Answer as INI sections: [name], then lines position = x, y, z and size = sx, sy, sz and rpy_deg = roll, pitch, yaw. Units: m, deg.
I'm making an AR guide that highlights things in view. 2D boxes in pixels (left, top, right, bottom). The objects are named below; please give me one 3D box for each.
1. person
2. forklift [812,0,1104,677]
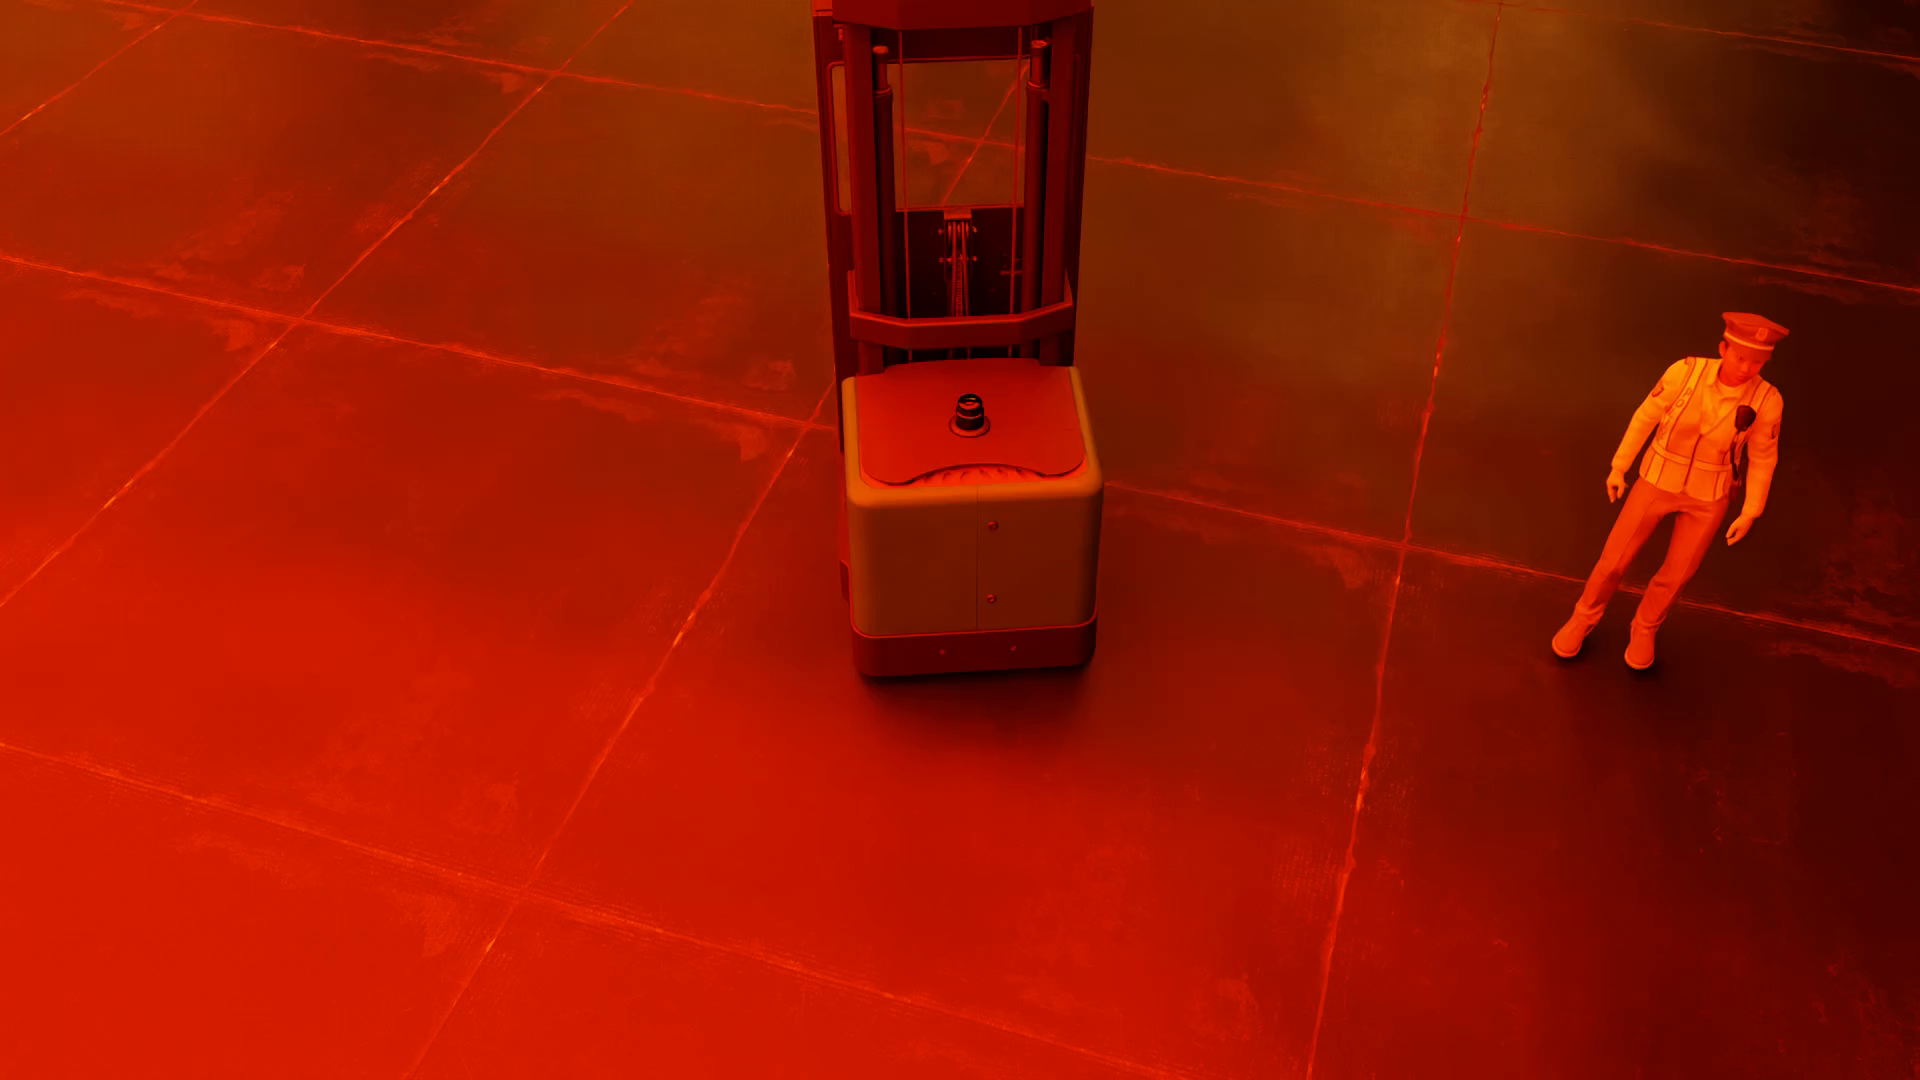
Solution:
[person]
position = 2.926, -0.176, 6.735
size = 0.597, 1.688, 0.484
rpy_deg = 20, 46, 20
[forklift]
position = -0.048, -1.486, 7.287
size = 1.130, 2.935, 3.031
rpy_deg = -3, 43, -3
